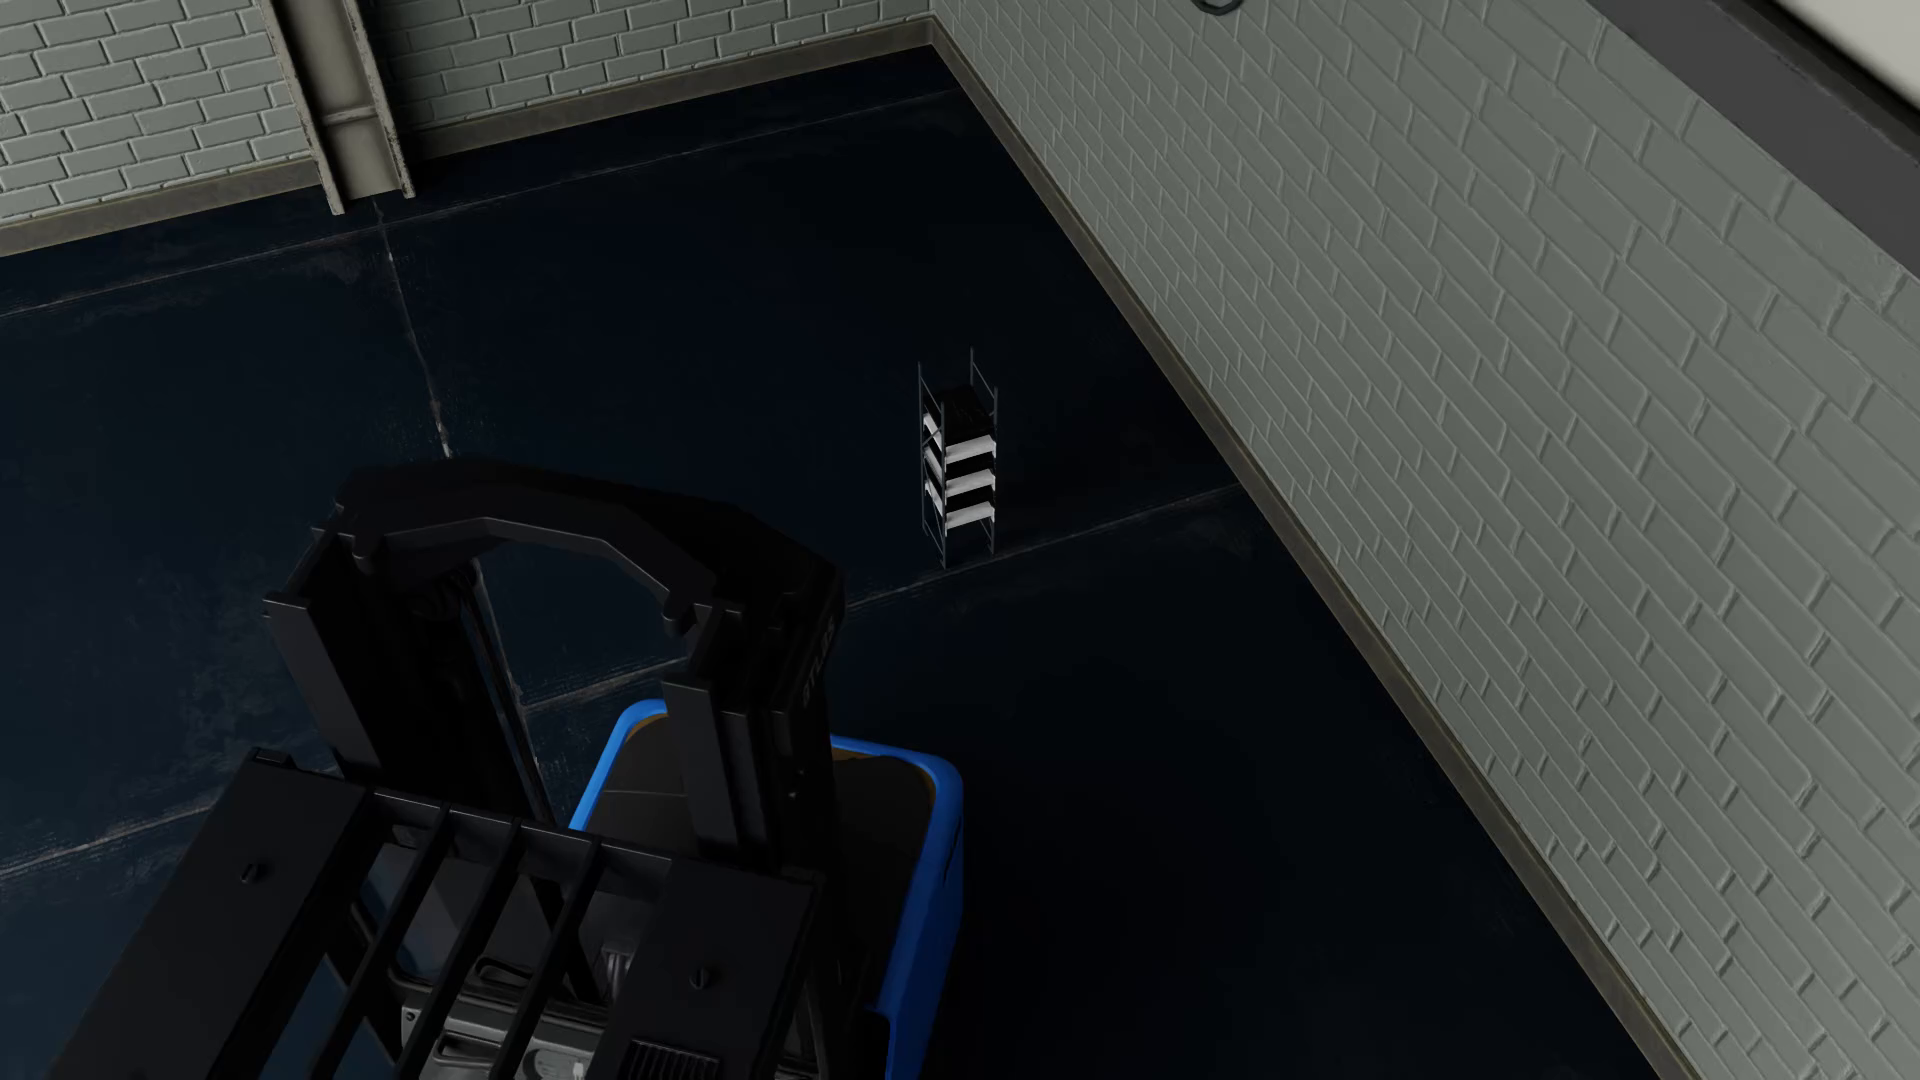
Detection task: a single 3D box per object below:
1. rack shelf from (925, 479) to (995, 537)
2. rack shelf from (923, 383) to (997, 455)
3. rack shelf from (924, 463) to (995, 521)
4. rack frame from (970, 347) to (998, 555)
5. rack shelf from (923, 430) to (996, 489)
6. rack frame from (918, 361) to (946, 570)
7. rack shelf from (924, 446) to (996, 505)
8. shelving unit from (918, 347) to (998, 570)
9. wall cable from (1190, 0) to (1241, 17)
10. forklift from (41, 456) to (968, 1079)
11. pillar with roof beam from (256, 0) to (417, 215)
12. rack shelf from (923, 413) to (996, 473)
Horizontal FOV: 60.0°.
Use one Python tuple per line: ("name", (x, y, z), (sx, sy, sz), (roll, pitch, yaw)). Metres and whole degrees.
("rack shelf", (-0.008, -0.152, 6.409), (0.200, 0.077, 0.258), (-17, 52, -14))
("rack shelf", (-0.008, -0.445, 6.068), (0.200, 0.077, 0.258), (-17, 52, -14))
("rack shelf", (-0.008, -0.210, 6.341), (0.200, 0.077, 0.258), (-17, 52, -14))
("rack frame", (0.087, -0.320, 6.272), (0.006, 0.900, 0.240), (-17, 52, -14))
("rack shelf", (-0.008, -0.328, 6.204), (0.200, 0.077, 0.258), (-17, 52, -14))
("rack frame", (-0.102, -0.262, 6.222), (0.006, 0.900, 0.240), (-17, 52, -14))
("rack shelf", (-0.008, -0.269, 6.273), (0.200, 0.077, 0.258), (-17, 52, -14))
("shelving unit", (-0.008, -0.291, 6.247), (0.210, 0.900, 0.258), (-17, 52, -14))
("wall cable", (0.369, -3.546, 5.751), (0.112, 2.526, 3.097), (-17, 52, -14))
("forklift", (-0.825, 1.362, 3.489), (1.130, 2.935, 3.031), (11, 50, 9))
("pillar with roof beam", (-1.230, -1.618, 2.049), (0.400, 9.000, 9.100), (-17, 52, -14))
("rack shelf", (-0.008, -0.386, 6.136), (0.200, 0.077, 0.258), (-17, 52, -14))
